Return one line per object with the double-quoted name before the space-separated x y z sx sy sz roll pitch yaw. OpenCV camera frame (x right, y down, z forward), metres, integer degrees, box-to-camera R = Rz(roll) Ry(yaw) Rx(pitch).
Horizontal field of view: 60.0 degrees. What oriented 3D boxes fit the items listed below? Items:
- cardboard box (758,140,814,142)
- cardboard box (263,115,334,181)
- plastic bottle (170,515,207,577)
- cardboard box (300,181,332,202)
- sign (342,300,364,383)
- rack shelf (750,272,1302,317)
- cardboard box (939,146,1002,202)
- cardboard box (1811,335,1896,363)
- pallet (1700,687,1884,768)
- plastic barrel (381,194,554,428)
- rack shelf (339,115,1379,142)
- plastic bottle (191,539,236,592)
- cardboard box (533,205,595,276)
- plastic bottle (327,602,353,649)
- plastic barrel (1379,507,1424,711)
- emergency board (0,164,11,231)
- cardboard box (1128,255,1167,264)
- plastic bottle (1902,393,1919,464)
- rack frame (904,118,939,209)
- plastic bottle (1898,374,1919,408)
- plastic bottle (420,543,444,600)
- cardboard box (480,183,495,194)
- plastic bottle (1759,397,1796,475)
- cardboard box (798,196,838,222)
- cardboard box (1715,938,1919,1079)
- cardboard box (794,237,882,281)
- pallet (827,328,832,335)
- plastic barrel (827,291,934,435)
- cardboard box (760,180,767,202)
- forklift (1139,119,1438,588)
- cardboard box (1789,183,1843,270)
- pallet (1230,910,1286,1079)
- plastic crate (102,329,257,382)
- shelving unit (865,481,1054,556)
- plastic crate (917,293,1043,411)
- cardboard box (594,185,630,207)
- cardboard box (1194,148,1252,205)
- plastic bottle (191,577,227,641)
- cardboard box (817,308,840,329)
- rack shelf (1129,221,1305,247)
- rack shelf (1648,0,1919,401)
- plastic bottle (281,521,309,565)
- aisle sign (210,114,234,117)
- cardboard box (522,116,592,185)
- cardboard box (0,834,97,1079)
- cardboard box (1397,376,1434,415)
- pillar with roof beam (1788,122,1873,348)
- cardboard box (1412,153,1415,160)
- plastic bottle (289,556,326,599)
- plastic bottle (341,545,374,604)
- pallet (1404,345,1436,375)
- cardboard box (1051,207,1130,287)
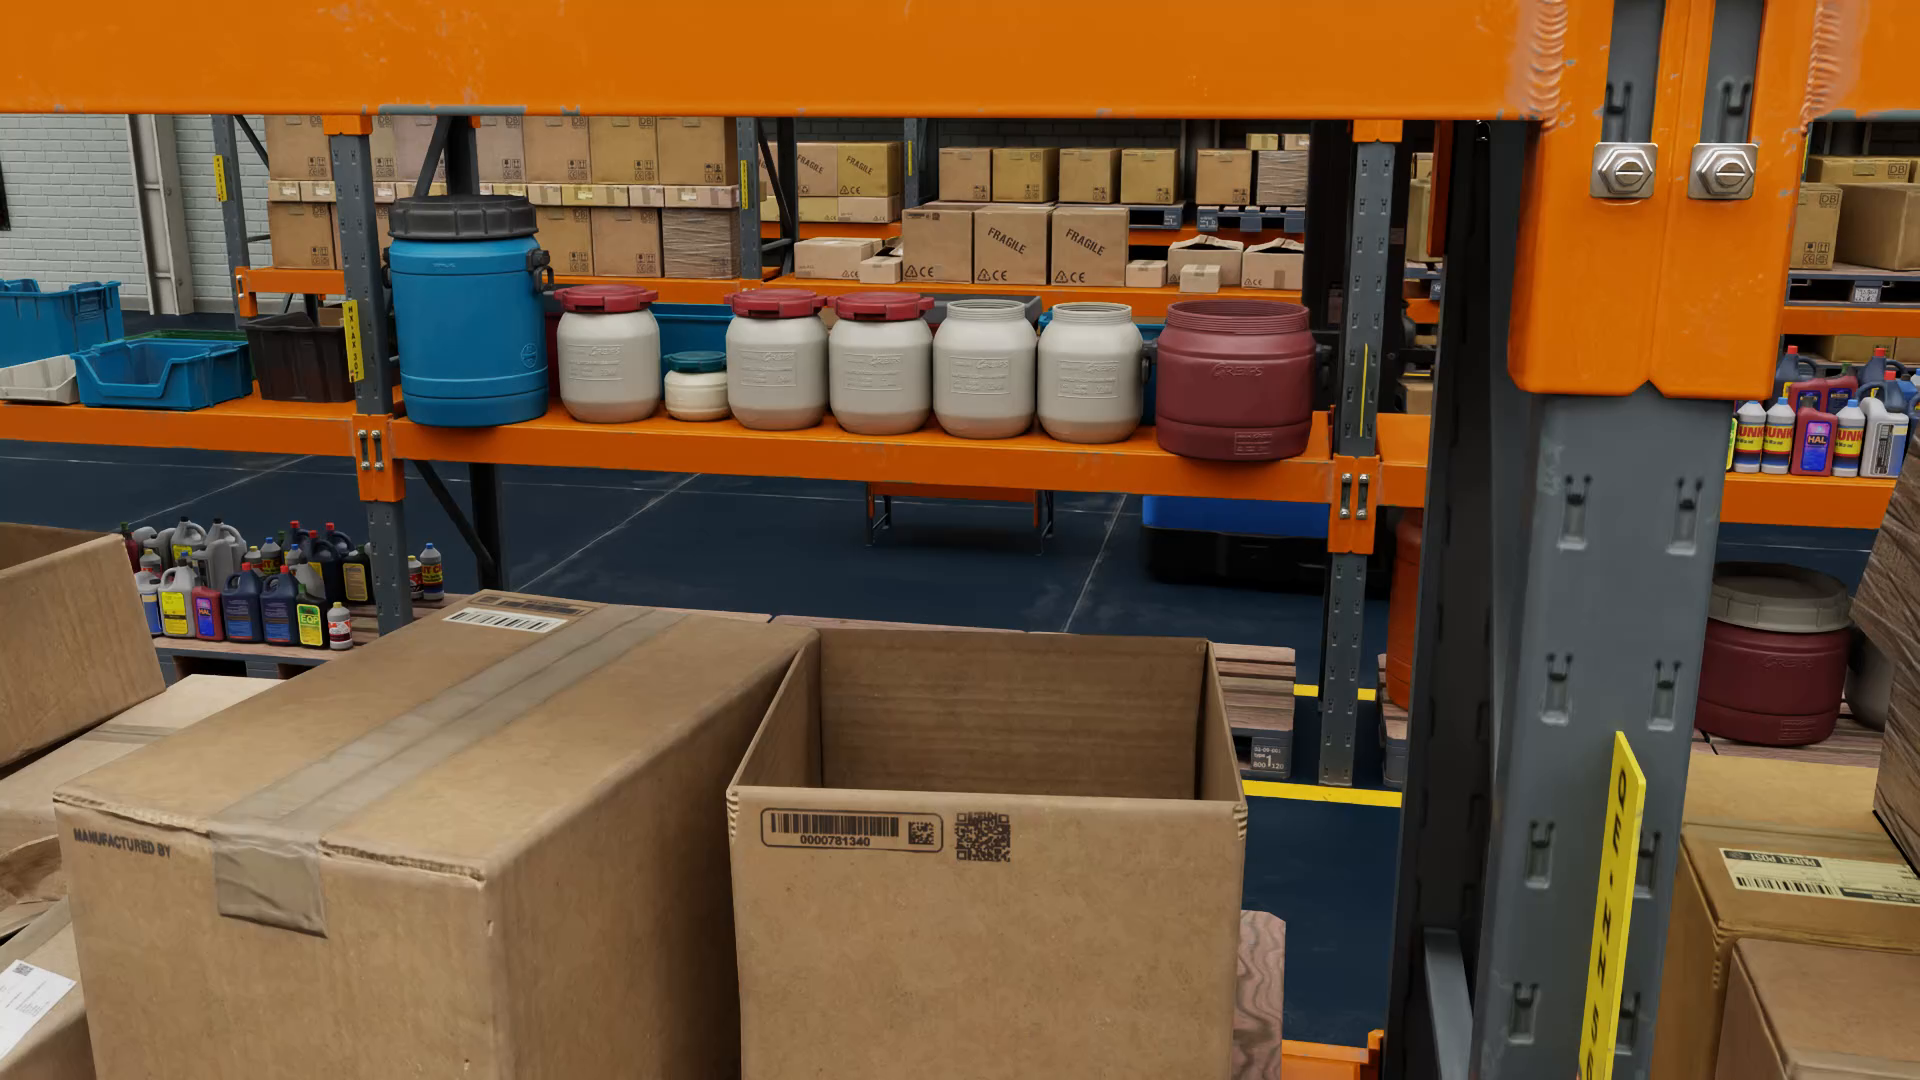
"cardboard box" -1.792 -3.848 17.103 0.500 0.500 0.500 4 16 13
"cardboard box" -4.777 -2.972 12.485 0.500 0.500 0.700 3 16 11
"plastic bottle" -3.846 0.049 8.334 0.185 0.351 0.144 4 16 13
"cardboard box" -4.682 -2.600 12.357 0.250 0.149 0.380 3 16 10
"sign" -2.475 -0.811 6.784 0.005 0.325 0.100 3 16 11
"rack shelf" 0.596 -1.664 11.727 4.000 0.370 1.077 3 16 11
"cardboard box" 0.112 -3.637 16.492 0.500 0.500 0.700 3 16 11
"cardboard box" 8.172 -1.919 15.195 0.500 0.500 0.700 3 16 12
"pallet" 3.538 0.832 6.594 1.213 0.211 1.003 3 16 11
"plastic barrel" -2.036 -0.963 6.911 0.708 0.901 0.600 3 16 11
"rack shelf" -0.394 -1.814 6.650 4.000 0.370 1.077 3 16 11
"plastic bottle" -3.669 0.135 8.163 0.135 0.276 0.152 3 16 11
"cardboard box" -2.809 -2.241 12.276 0.500 0.500 0.700 3 16 12
"plastic bottle" -2.772 0.377 7.428 0.097 0.201 0.097 0 15 0
"plastic barrel" 2.048 0.256 6.726 0.708 0.830 0.600 3 16 11
"emergency board" -11.735 -4.275 19.808 0.643 1.169 0.194 3 16 11
"cardboard box" 1.773 -2.666 16.453 0.500 0.250 0.500 3 16 11
"plastic bottle" 3.440 -0.394 5.887 0.185 0.351 0.144 3 16 11
"rack frame" -0.380 -3.413 16.694 0.127 3.000 1.000 3 16 11
"plastic bottle" 3.645 -0.506 6.439 0.097 0.271 0.097 0 15 0
"plastic bottle" -2.579 0.150 8.119 0.097 0.271 0.097 0 15 0
"cardboard box" -3.436 -2.531 12.109 0.250 0.149 0.380 3 16 12
"plastic bottle" 2.939 -0.376 5.973 0.097 0.271 0.097 0 15 0
"cardboard box" -1.391 -3.325 16.620 0.500 0.250 0.500 3 16 11
"cardboard box" 1.001 0.736 1.529 0.500 0.500 0.500 4 16 13
"cardboard box" -0.872 -2.030 11.982 0.500 0.250 0.500 4 16 15
"pallet" -1.045 -2.096 17.162 1.213 0.211 1.003 3 16 11
"plastic barrel" -0.317 -0.717 6.705 0.433 0.535 0.433 0 15 0
"cardboard box" -1.588 -2.543 12.150 0.250 0.149 0.380 3 16 11
"forklift" 2.567 -1.220 8.904 3.031 2.935 1.130 4 16 14
"cardboard box" 5.370 -2.046 10.784 0.500 0.500 0.700 6 16 20
"pallet" -0.141 0.769 1.954 1.003 0.211 1.213 3 16 11
"plastic crate" -3.628 -0.865 7.894 0.662 0.188 0.450 3 16 11
"shelving unit" 0.007 -0.542 9.841 1.048 1.125 0.538 3 16 11
"plastic crate" 0.043 -0.805 7.161 0.583 0.464 0.402 3 16 11
"cardboard box" -2.429 -2.477 11.912 0.250 0.149 0.380 3 16 11
"cardboard box" 2.524 -3.505 16.017 0.500 0.500 0.700 2 16 6
"plastic bottle" -3.399 0.309 7.522 0.133 0.283 0.061 4 16 15
"cardboard box" -1.405 -2.465 17.131 0.500 0.500 0.500 2 16 7
"rack shelf" 1.580 -2.960 16.406 4.000 0.370 1.077 3 16 11
"rack shelf" 2.538 -0.305 1.204 4.000 0.370 1.077 3 16 11
"plastic bottle" -3.248 0.082 8.216 0.185 0.351 0.144 2 16 9
"aisle sign" -5.409 -3.506 12.160 0.004 0.787 0.394 3 16 11
"cardboard box" -2.786 -2.866 12.101 0.500 0.500 0.700 3 16 11
"cardboard box" -1.109 0.531 1.920 0.258 0.266 0.396 3 16 10
"cardboard box" 2.945 -0.813 11.165 0.500 0.500 0.500 4 16 13
"pillar with roof beam" 7.460 -4.941 10.974 0.400 9.000 9.100 3 16 11
"cardboard box" 3.961 -3.670 15.434 0.500 0.250 0.500 3 16 12
"plastic bottle" -3.014 0.247 7.621 0.185 0.351 0.144 3 16 11
"plastic bottle" -2.922 0.162 8.053 0.133 0.283 0.061 3 16 11
"pallet" 4.297 -1.795 16.076 1.213 0.211 1.003 3 16 11
"cardboard box" 0.909 -2.037 11.541 0.500 0.500 0.500 2 16 8
